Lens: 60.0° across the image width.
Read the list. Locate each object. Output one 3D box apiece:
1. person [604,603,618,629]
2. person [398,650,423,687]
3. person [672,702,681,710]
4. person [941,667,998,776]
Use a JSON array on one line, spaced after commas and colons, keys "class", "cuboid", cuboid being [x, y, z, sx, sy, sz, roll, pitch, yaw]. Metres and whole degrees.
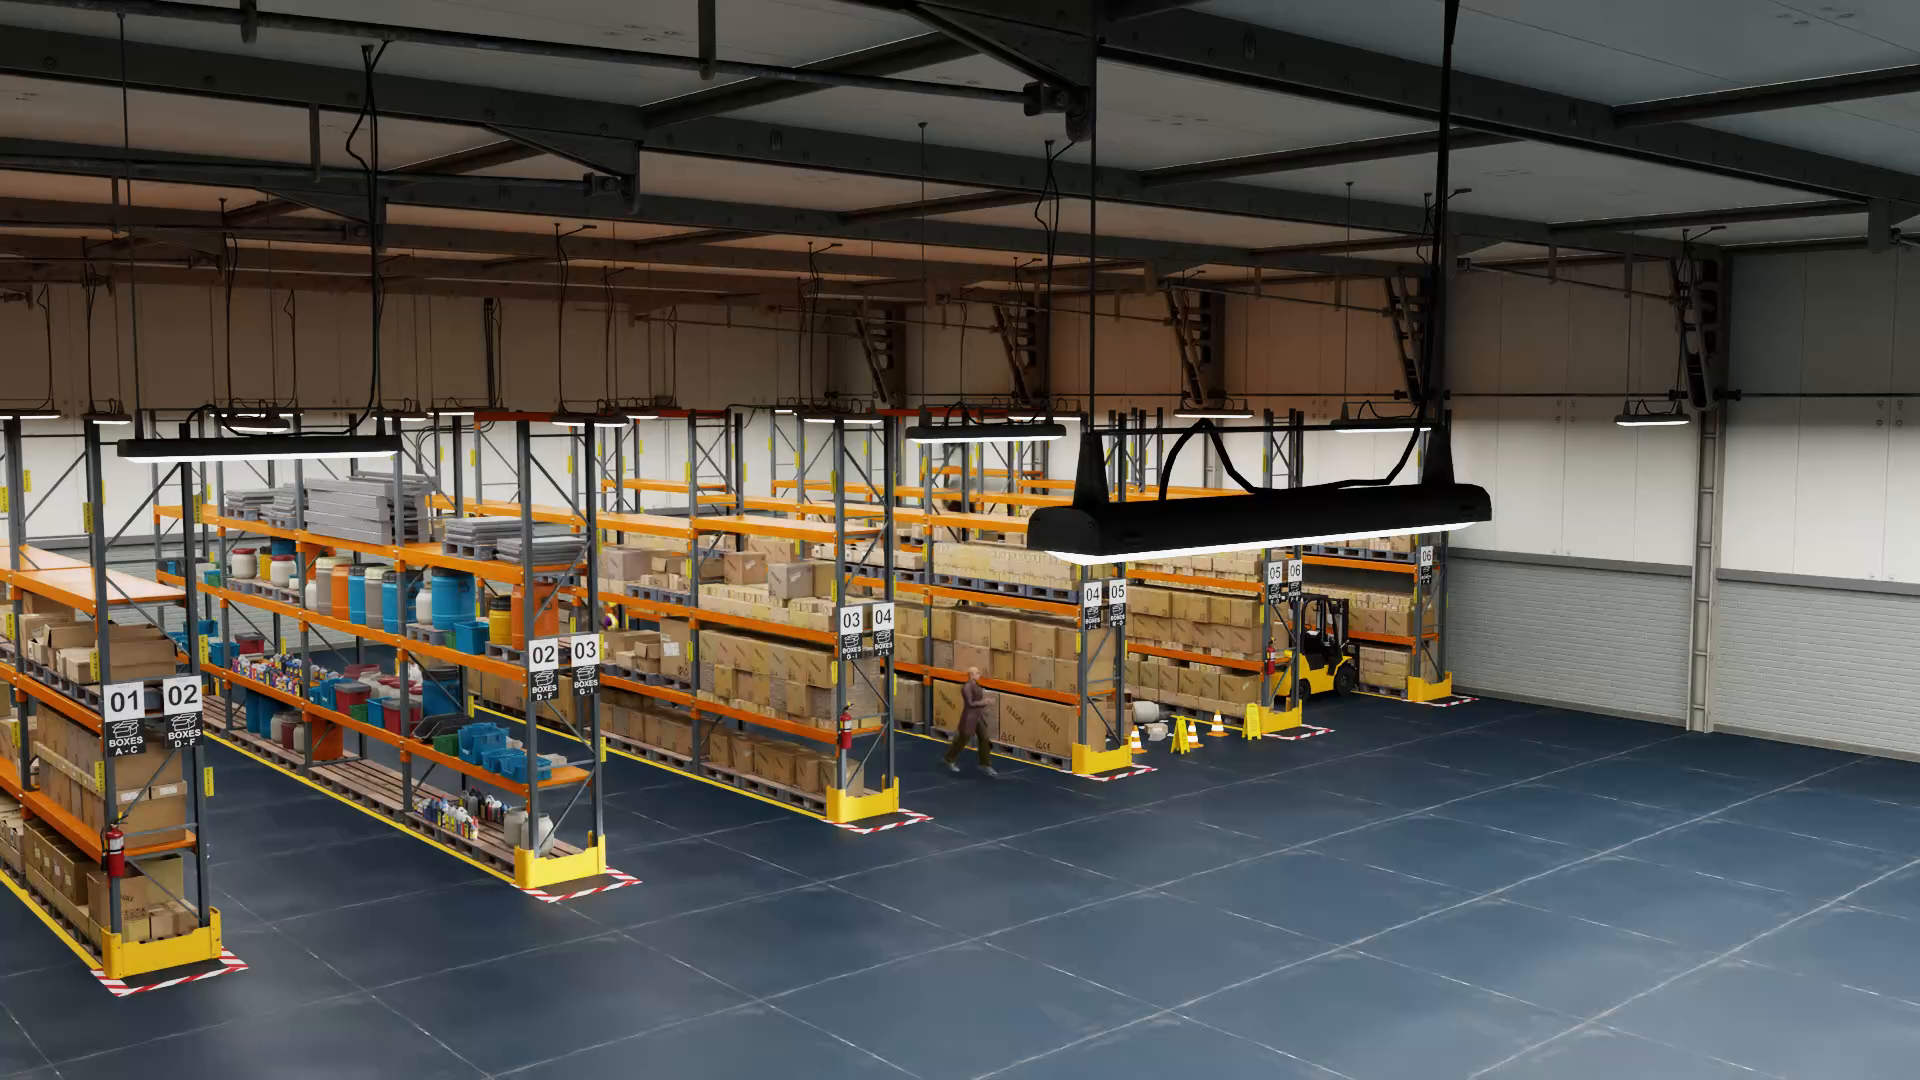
[{"class": "person", "cuboid": [-7.656, 2.219, 37.046, 0.791, 1.733, 0.714, 5, 7, 45]}, {"class": "person", "cuboid": [-10.053, 2.819, 30.562, 0.724, 1.654, 0.625, 4, 6, 37]}, {"class": "person", "cuboid": [-5.274, 2.714, 32.220, 0.848, 1.599, 0.538, 5, 7, 43]}, {"class": "person", "cuboid": [0.157, 2.999, 27.615, 0.976, 1.822, 0.680, 2, 5, 22]}]
